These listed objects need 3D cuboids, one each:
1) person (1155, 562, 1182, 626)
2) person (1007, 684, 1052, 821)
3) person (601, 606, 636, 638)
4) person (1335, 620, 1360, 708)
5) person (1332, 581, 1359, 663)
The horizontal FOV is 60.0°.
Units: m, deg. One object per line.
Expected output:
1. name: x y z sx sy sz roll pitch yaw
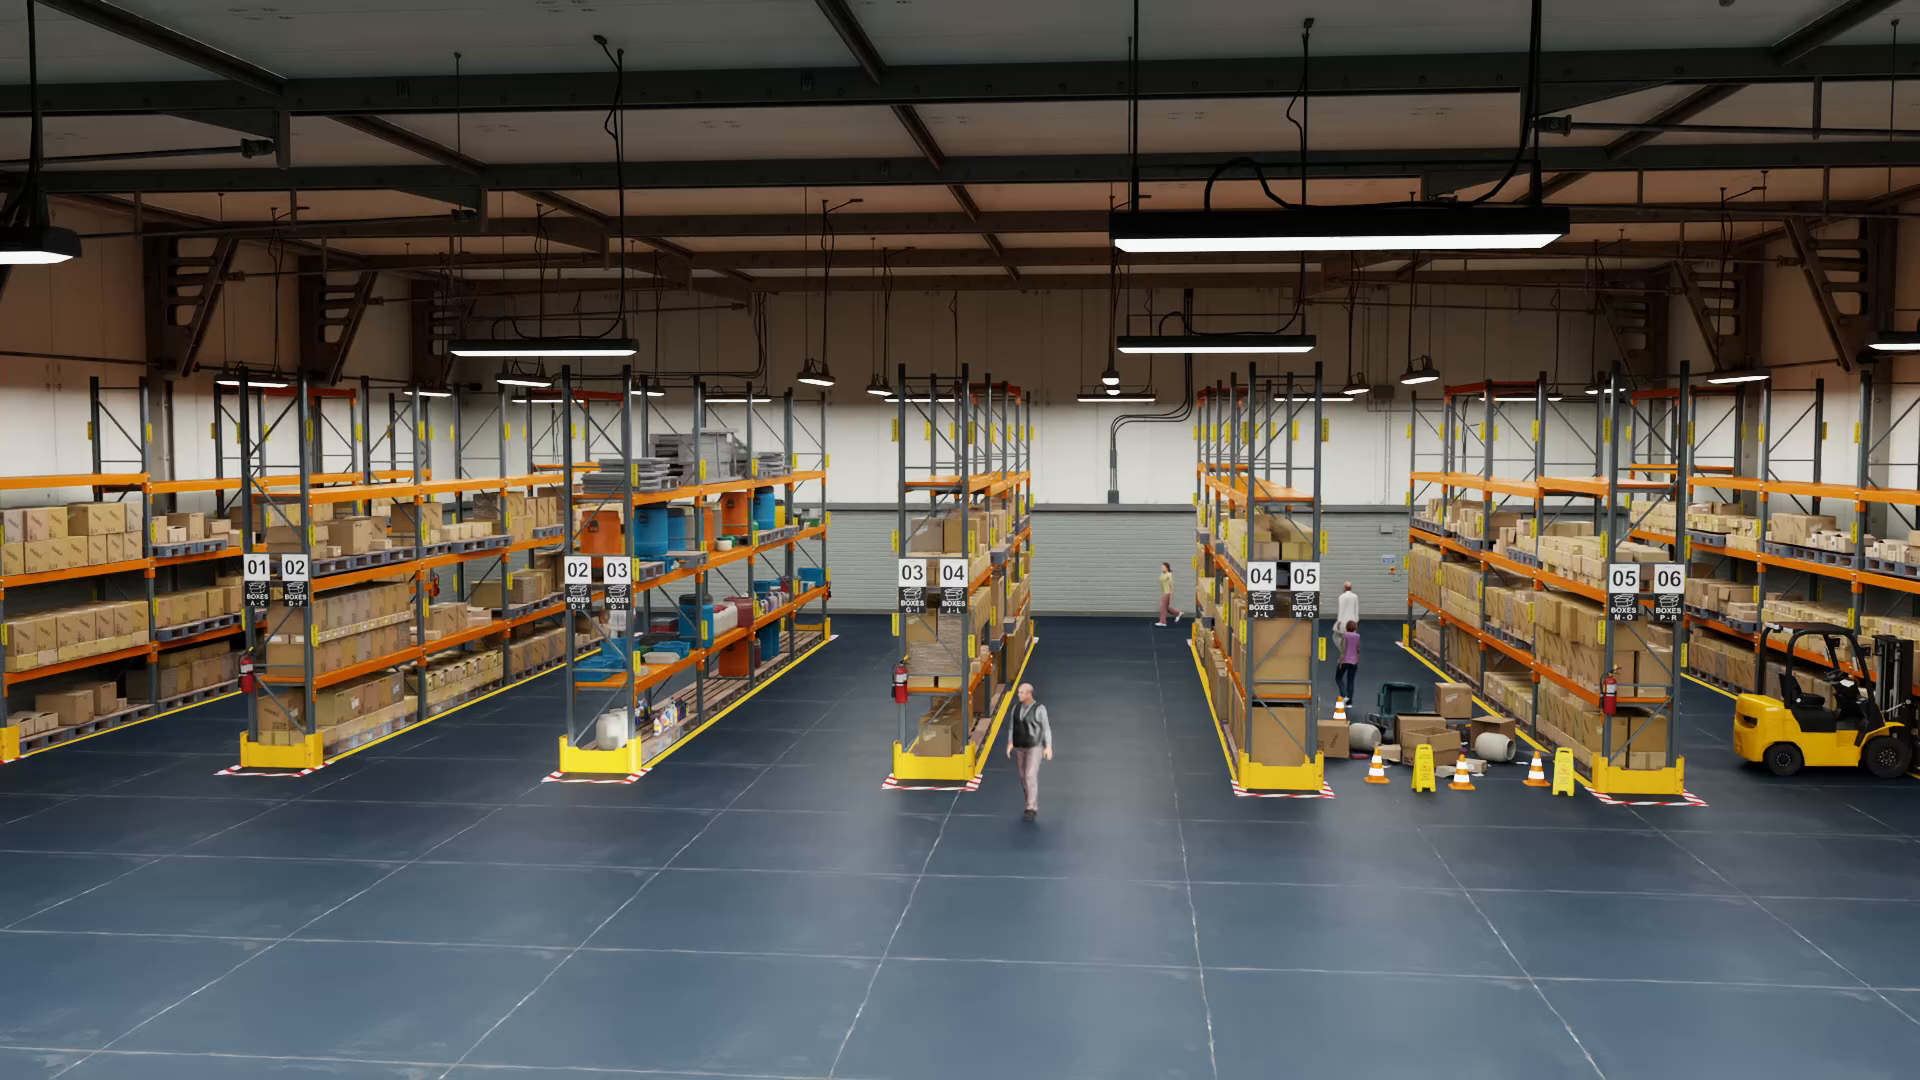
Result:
1. person: 5.421 1.399 43.213 0.802 1.644 0.447 -1 4 -15
2. person: 0.849 2.752 21.733 0.648 1.712 0.708 3 5 38
3. person: -7.211 1.892 35.150 0.742 1.760 0.937 0 4 -7
4. person: 7.073 2.249 30.207 0.431 1.591 0.395 0 4 -6
5. person: 8.431 1.792 36.156 0.638 1.779 0.539 -2 4 -33
